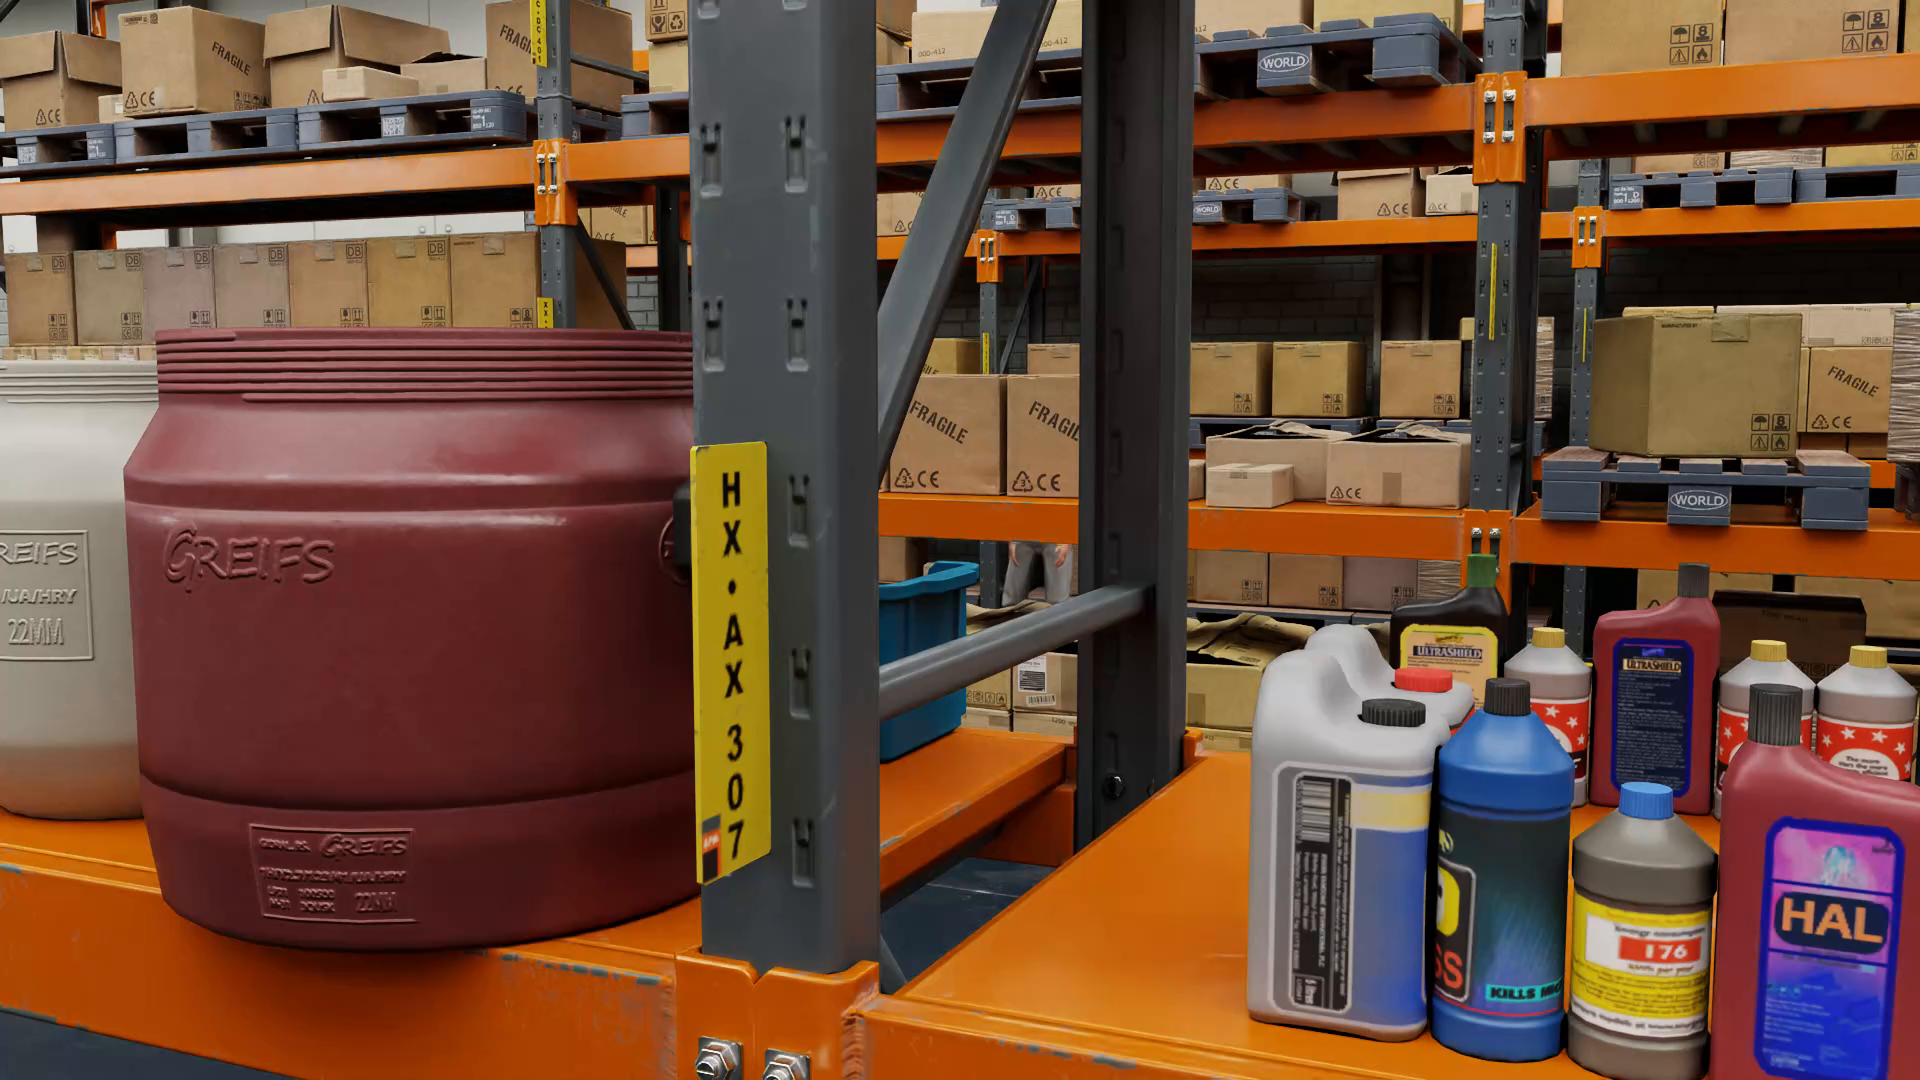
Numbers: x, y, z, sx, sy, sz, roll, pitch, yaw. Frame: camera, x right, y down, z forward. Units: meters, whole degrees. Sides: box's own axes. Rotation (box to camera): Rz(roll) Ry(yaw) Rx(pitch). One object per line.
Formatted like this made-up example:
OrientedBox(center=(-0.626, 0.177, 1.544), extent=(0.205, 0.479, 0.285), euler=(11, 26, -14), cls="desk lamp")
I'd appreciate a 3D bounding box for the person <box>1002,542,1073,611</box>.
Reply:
OrientedBox(center=(0.492, 0.040, 9.754), extent=(0.468, 1.603, 0.426), euler=(3, 6, 25), cls="person")
